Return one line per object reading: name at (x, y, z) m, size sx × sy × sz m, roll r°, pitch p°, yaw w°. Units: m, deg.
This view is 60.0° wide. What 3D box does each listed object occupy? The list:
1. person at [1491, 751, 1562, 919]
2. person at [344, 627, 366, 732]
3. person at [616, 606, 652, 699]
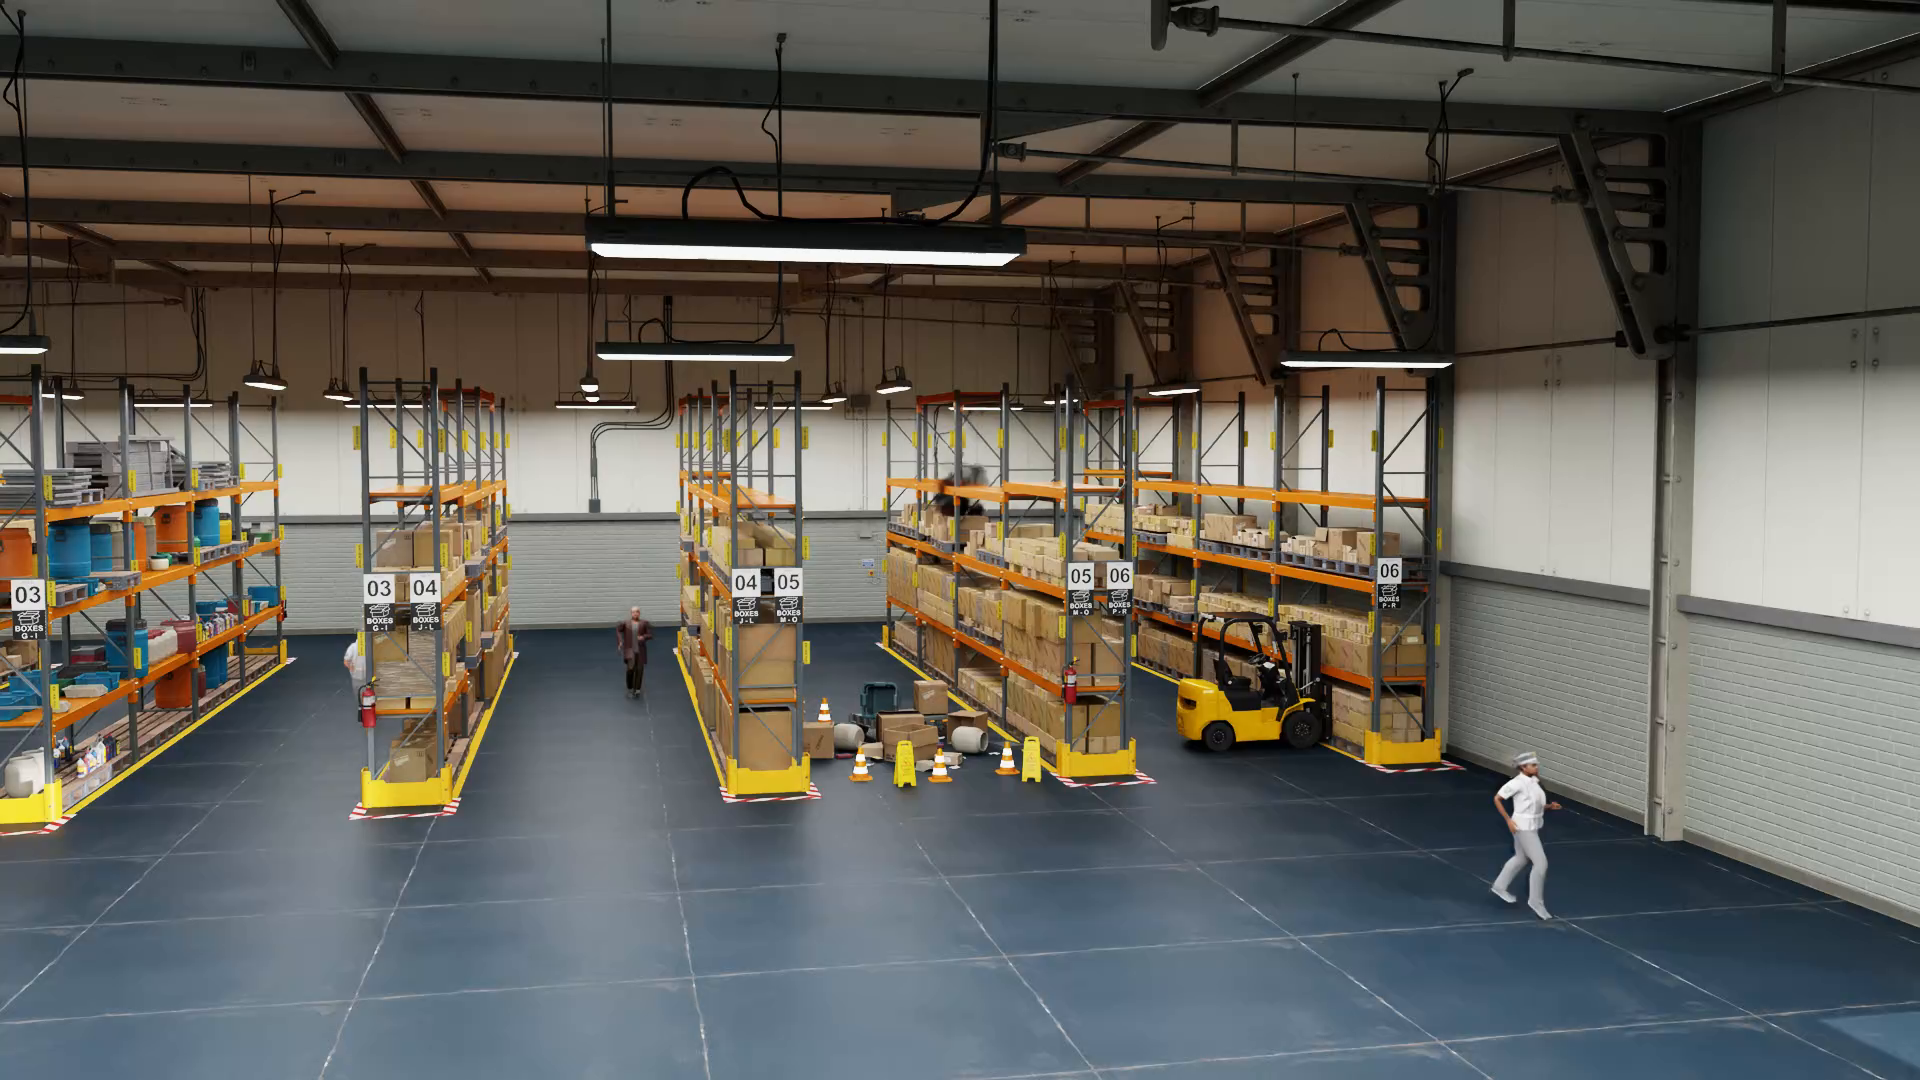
person at (6.008, 3.107, 17.659) m, size 0.756 × 1.760 × 0.549 m, roll 3°, pitch 4°, yaw 39°
person at (-10.402, 2.396, 29.040) m, size 0.664 × 1.790 × 0.944 m, roll -1°, pitch 4°, yaw -16°
person at (-6.326, 2.194, 32.363) m, size 0.673 × 1.800 × 0.773 m, roll -1°, pitch 4°, yaw -17°
